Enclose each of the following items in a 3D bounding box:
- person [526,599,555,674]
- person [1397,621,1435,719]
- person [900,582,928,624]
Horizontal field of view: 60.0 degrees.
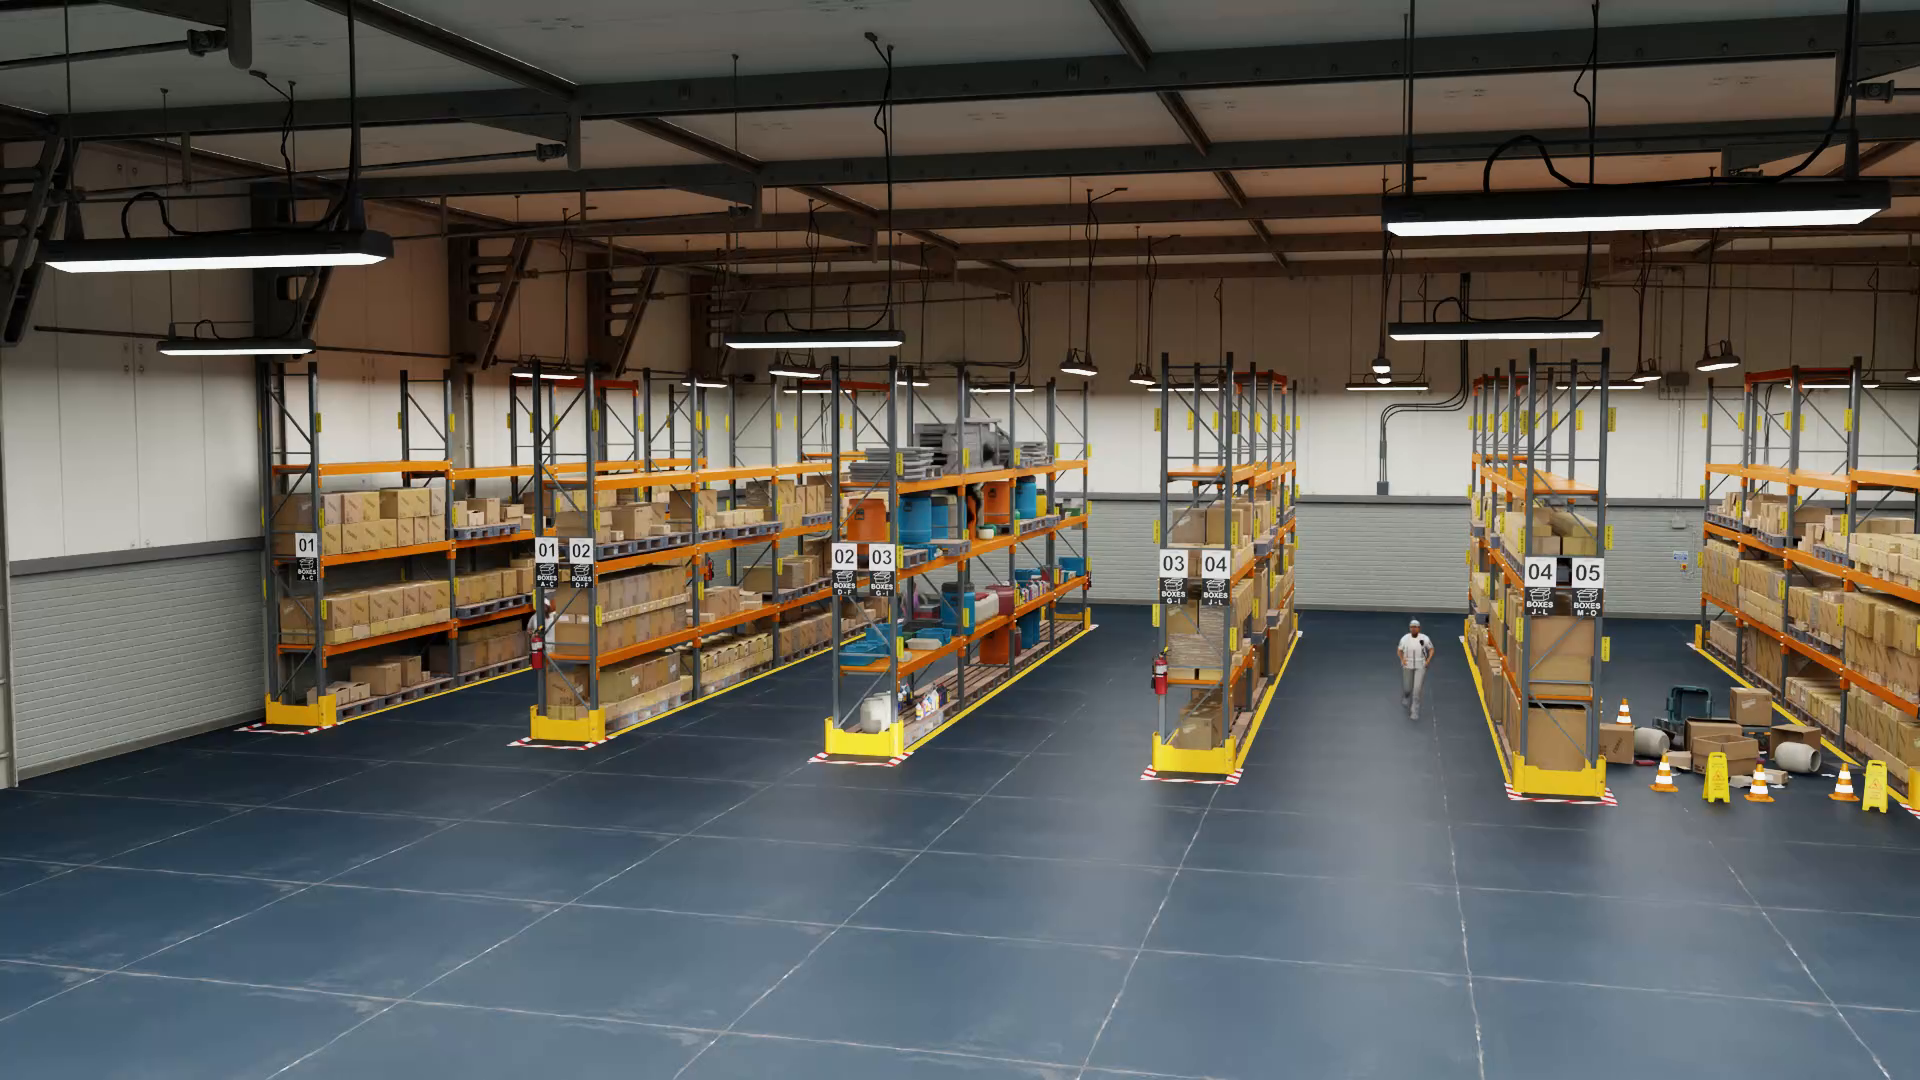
[{"bbox_3d":[-7.619,1.974,30.506,0.646,1.791,1.156,0,4,7],"label":"person"},{"bbox_3d":[7.805,2.196,28.480,0.613,1.662,0.753,1,4,19],"label":"person"},{"bbox_3d":[-0.975,1.620,34.237,0.546,1.605,0.631,1,4,18],"label":"person"}]
